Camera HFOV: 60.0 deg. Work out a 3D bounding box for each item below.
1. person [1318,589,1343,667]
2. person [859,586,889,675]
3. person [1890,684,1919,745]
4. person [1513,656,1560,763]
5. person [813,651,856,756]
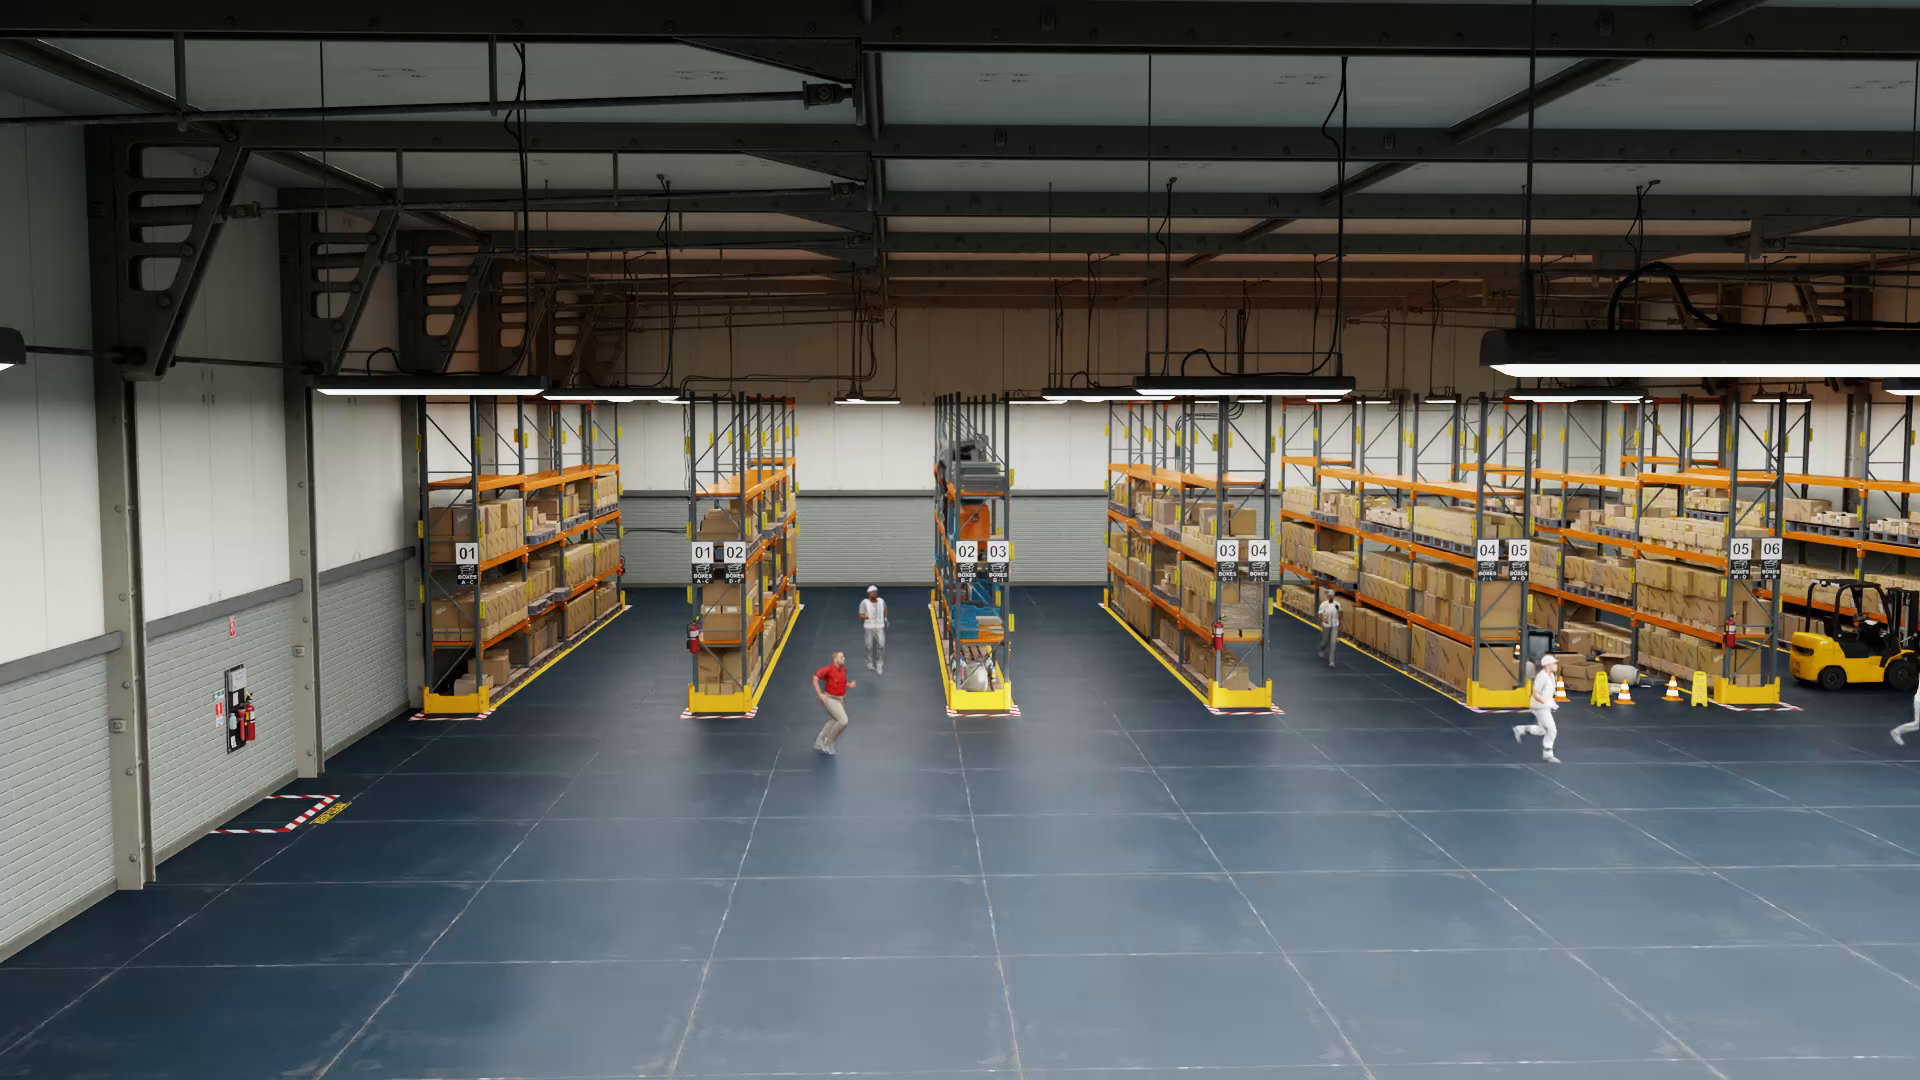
[{"bbox_3d":[8.251,1.928,37.047,0.587,1.703,0.841,0,5,3],"label":"person"},{"bbox_3d":[-1.763,1.866,34.295,0.649,1.849,0.713,-1,5,-15],"label":"person"},{"bbox_3d":[15.886,2.709,27.439,0.649,1.699,0.950,-4,6,-39],"label":"person"},{"bbox_3d":[9.352,2.720,26.924,0.748,1.750,0.685,3,5,31],"label":"person"},{"bbox_3d":[-2.061,2.688,27.370,0.753,1.727,0.645,2,5,24],"label":"person"}]
